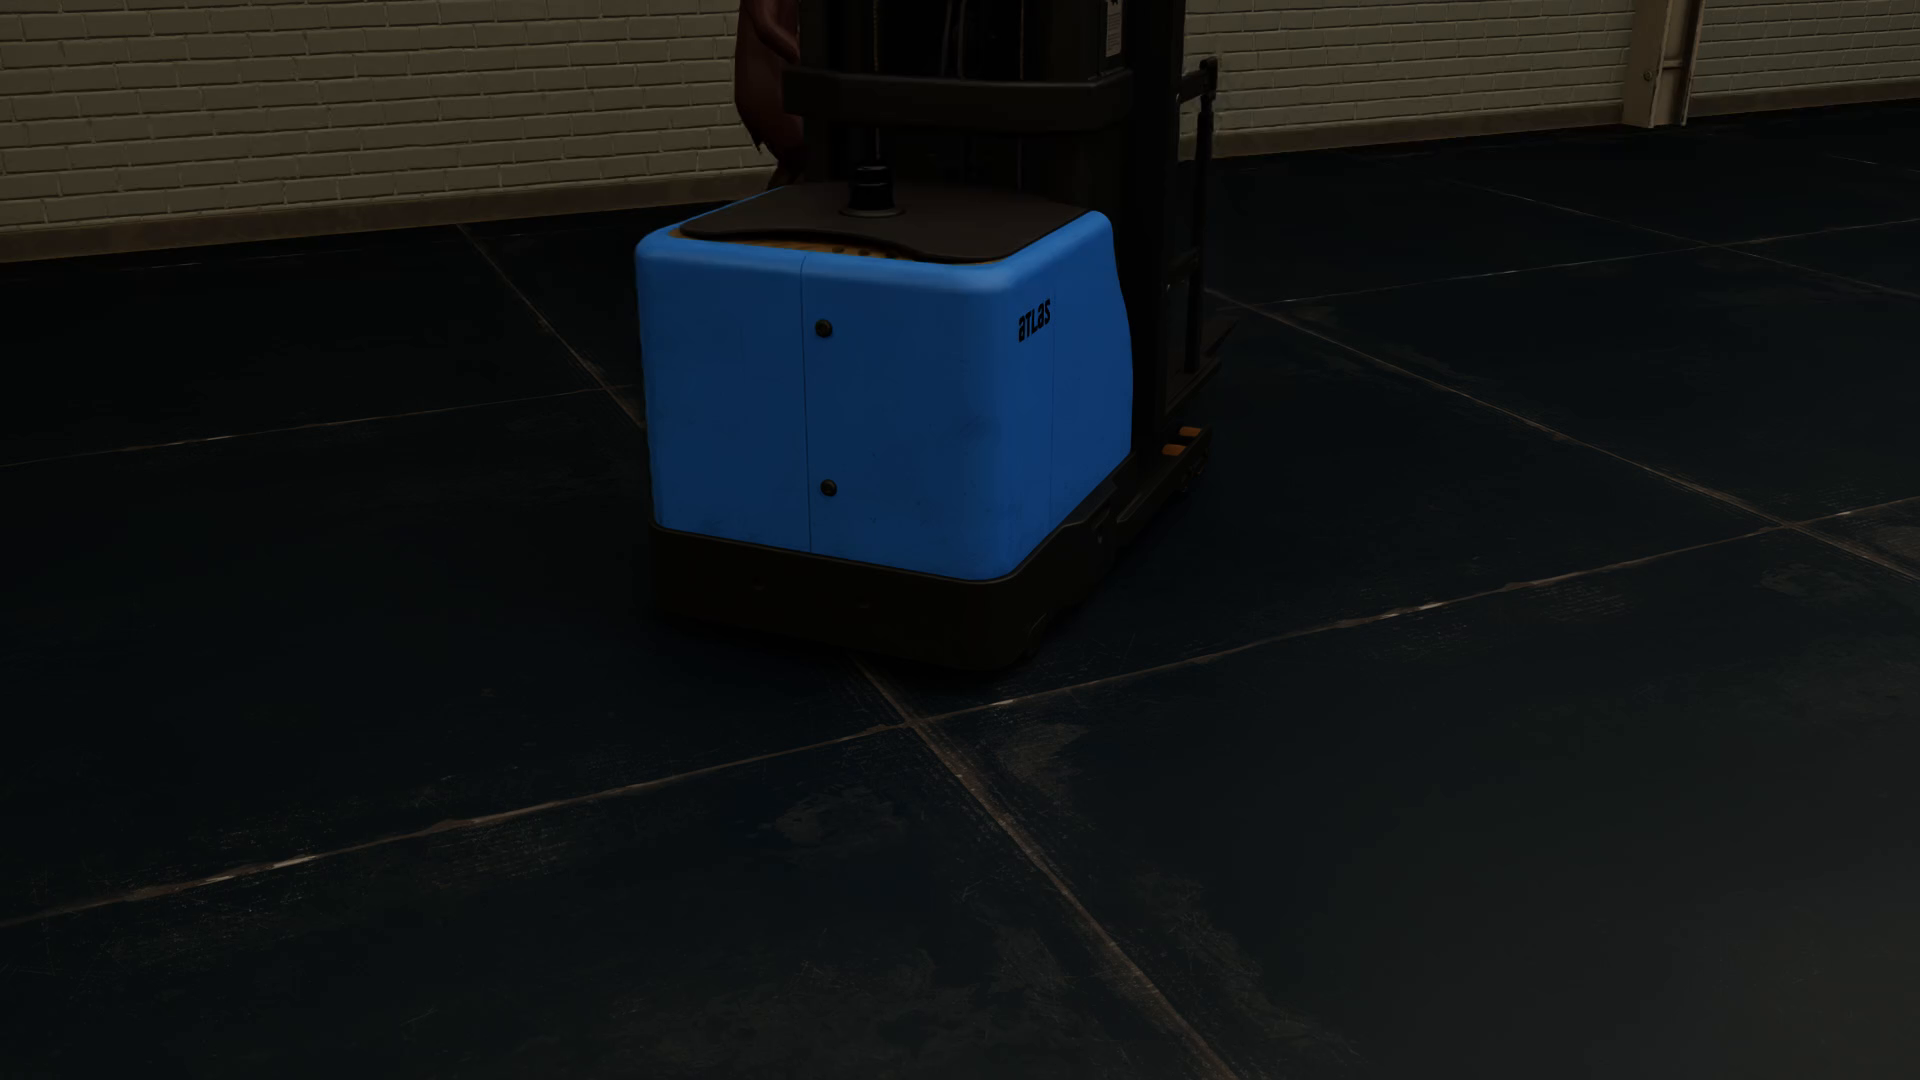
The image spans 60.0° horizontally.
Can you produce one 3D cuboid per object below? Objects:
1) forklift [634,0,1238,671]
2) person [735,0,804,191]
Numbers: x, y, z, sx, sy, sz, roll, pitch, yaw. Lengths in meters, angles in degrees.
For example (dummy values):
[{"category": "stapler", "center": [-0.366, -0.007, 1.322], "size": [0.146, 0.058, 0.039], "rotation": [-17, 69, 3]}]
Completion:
[{"category": "forklift", "center": [0.211, -1.561, 5.044], "size": [1.130, 2.935, 3.031], "rotation": [9, 24, 21]}, {"category": "person", "center": [-0.788, -2.182, 8.198], "size": [0.644, 1.731, 0.829], "rotation": [-5, 23, -11]}]
